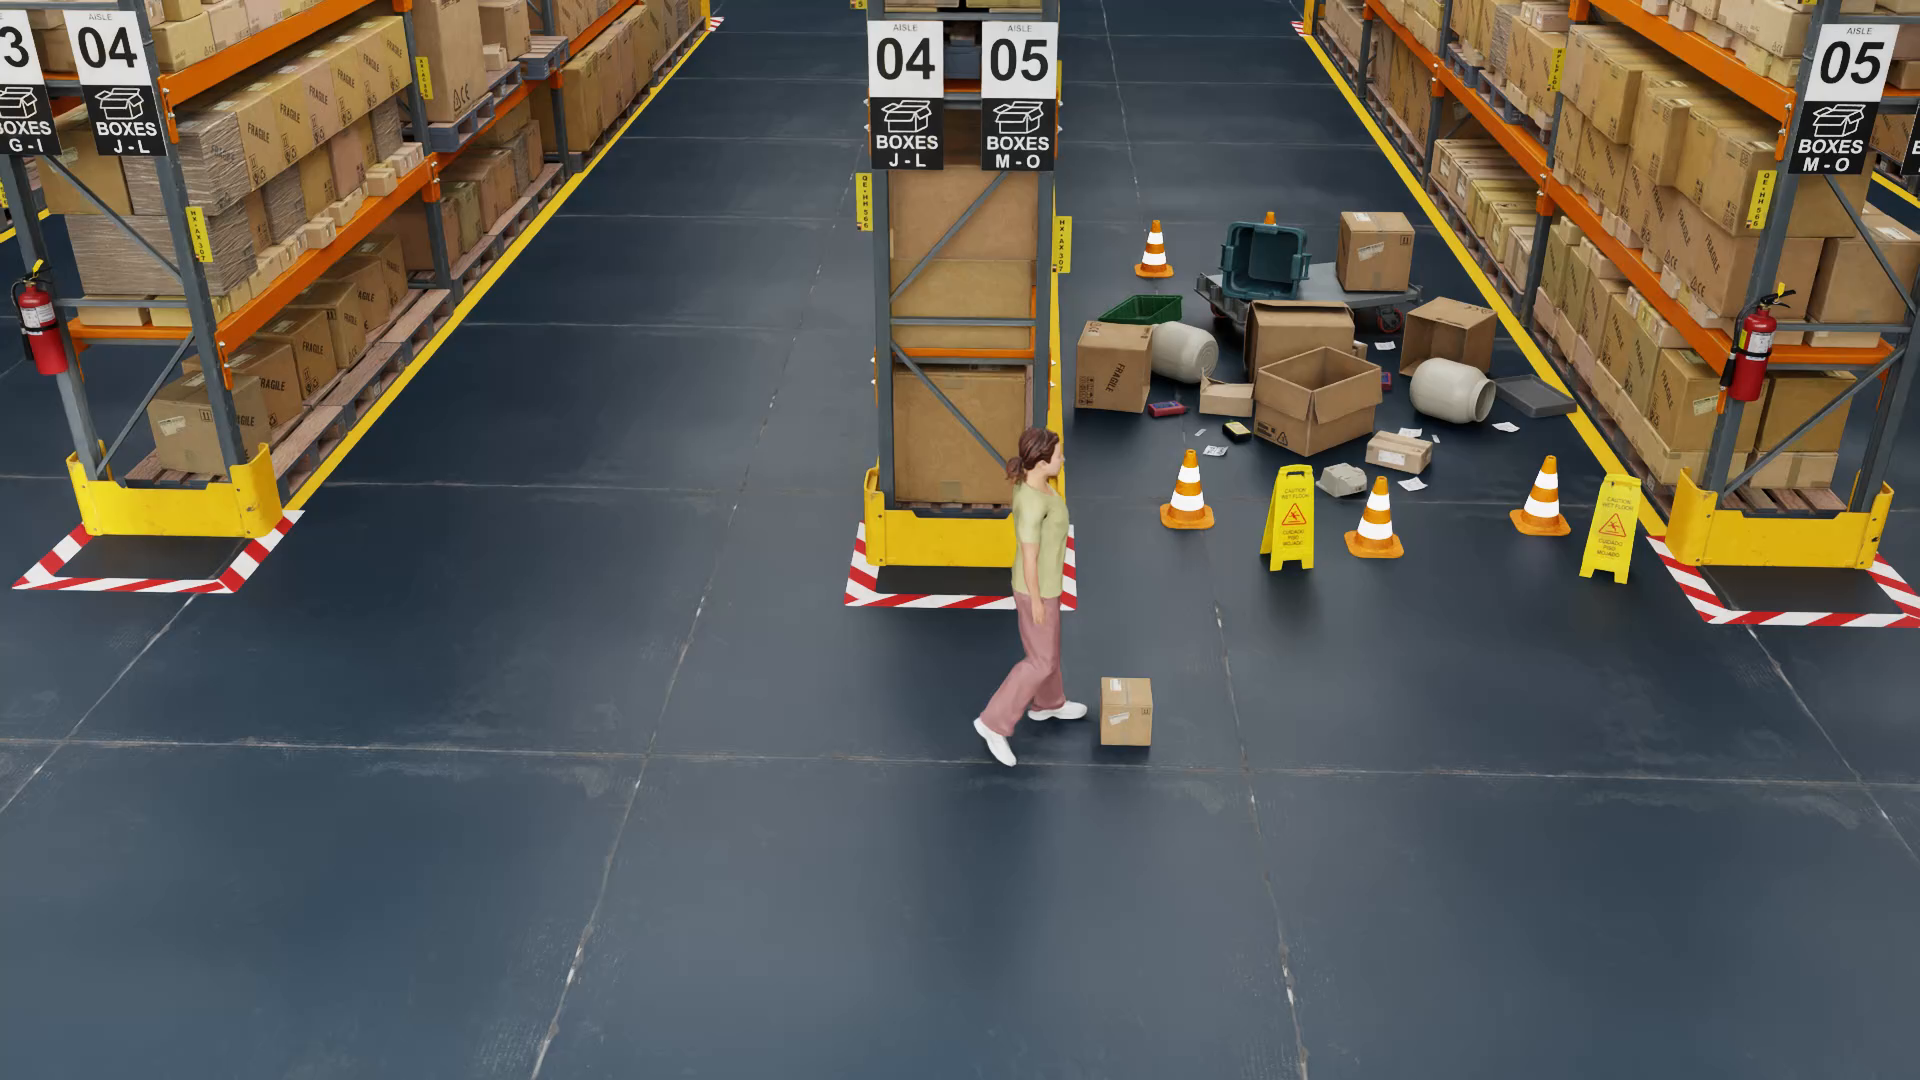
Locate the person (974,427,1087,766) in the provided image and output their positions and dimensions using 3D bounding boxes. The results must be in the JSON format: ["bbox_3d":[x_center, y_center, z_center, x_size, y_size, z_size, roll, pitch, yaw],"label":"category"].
[{"bbox_3d":[0.366,0.261,8.145,0.584,1.696,0.585,1,28,2],"label":"person"}]
